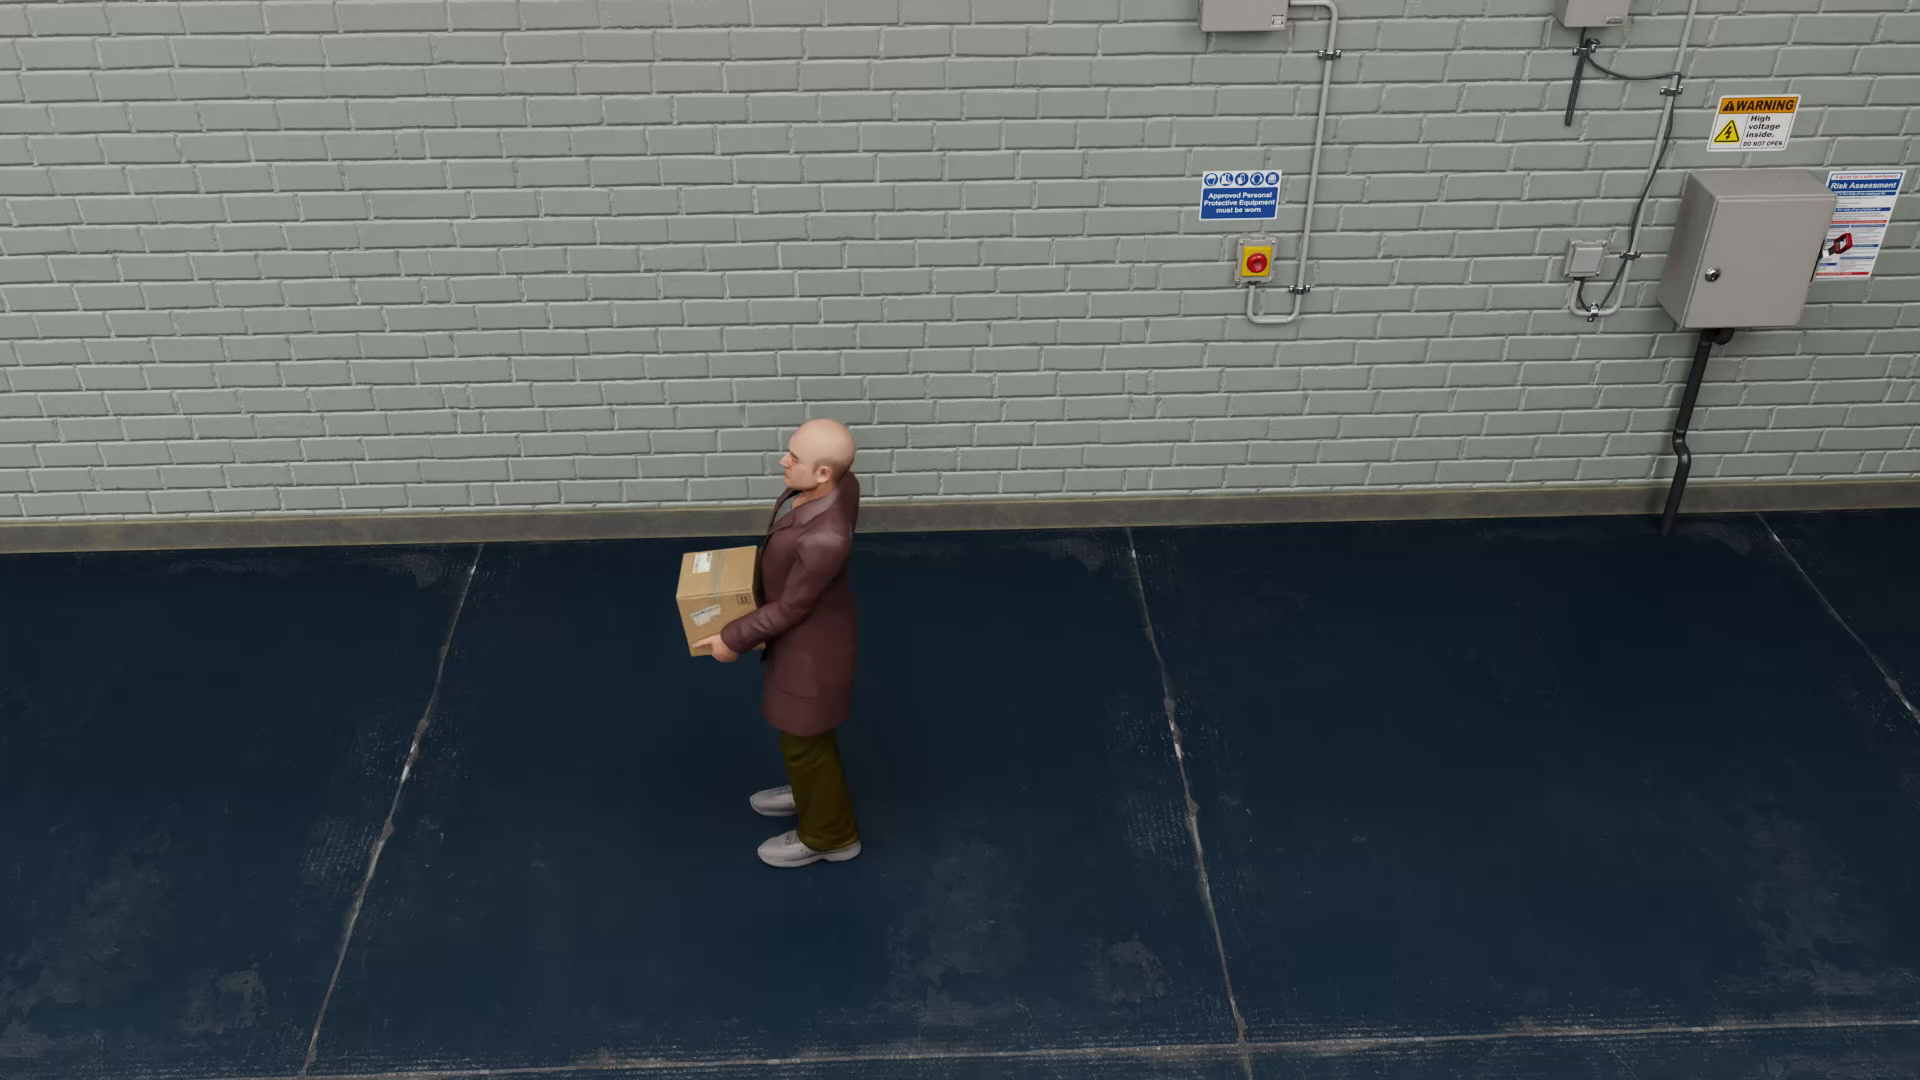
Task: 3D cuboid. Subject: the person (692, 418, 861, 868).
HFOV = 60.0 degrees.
[{"bbox_3d":[-0.605,0.356,5.650,0.563,1.769,0.527,-1,35,-2],"label":"person"}]
